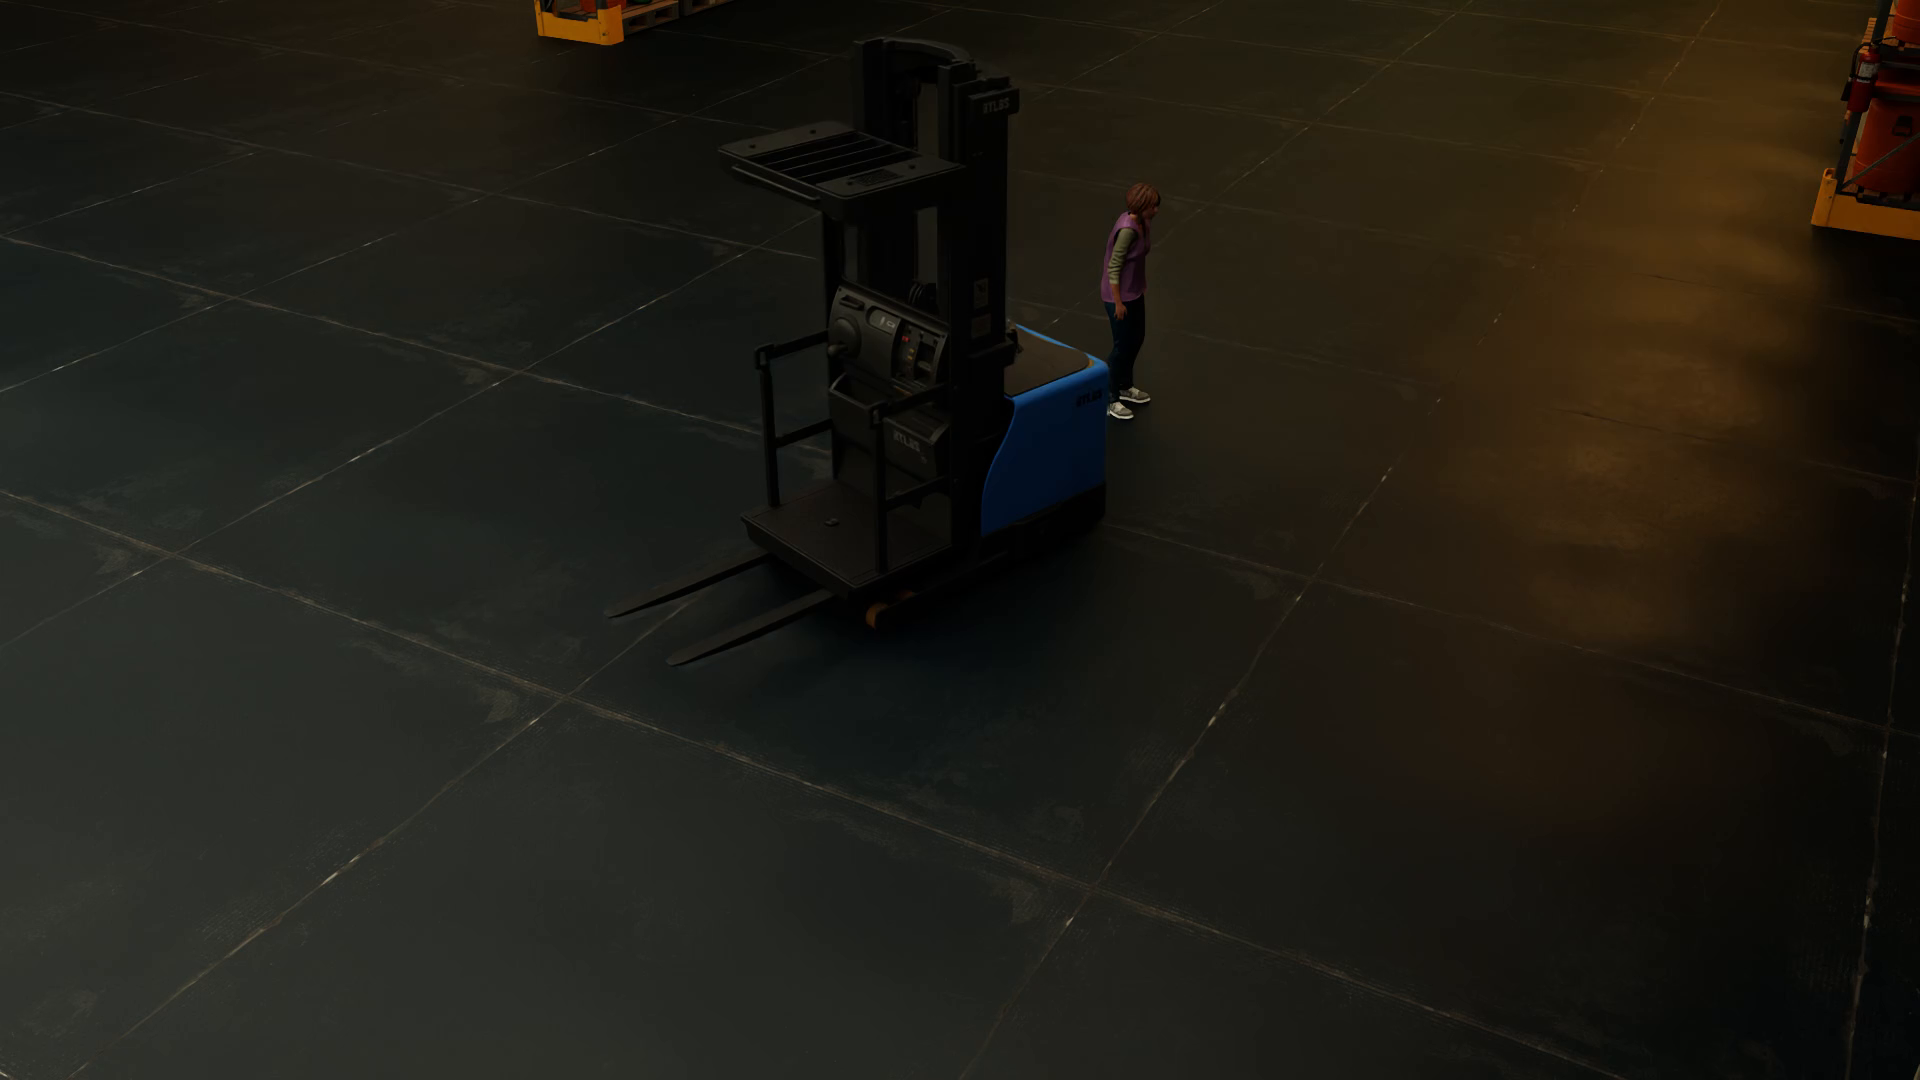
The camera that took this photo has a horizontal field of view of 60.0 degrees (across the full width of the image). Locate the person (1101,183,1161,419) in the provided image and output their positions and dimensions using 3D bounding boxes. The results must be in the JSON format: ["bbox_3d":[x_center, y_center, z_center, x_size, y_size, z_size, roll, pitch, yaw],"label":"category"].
[{"bbox_3d":[1.135,-1.640,11.253,0.347,1.592,0.474,14,33,23],"label":"person"}]

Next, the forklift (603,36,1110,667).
[{"bbox_3d":[-0.553,-1.061,8.910,3.031,2.935,1.130,-24,38,-35],"label":"forklift"}]
